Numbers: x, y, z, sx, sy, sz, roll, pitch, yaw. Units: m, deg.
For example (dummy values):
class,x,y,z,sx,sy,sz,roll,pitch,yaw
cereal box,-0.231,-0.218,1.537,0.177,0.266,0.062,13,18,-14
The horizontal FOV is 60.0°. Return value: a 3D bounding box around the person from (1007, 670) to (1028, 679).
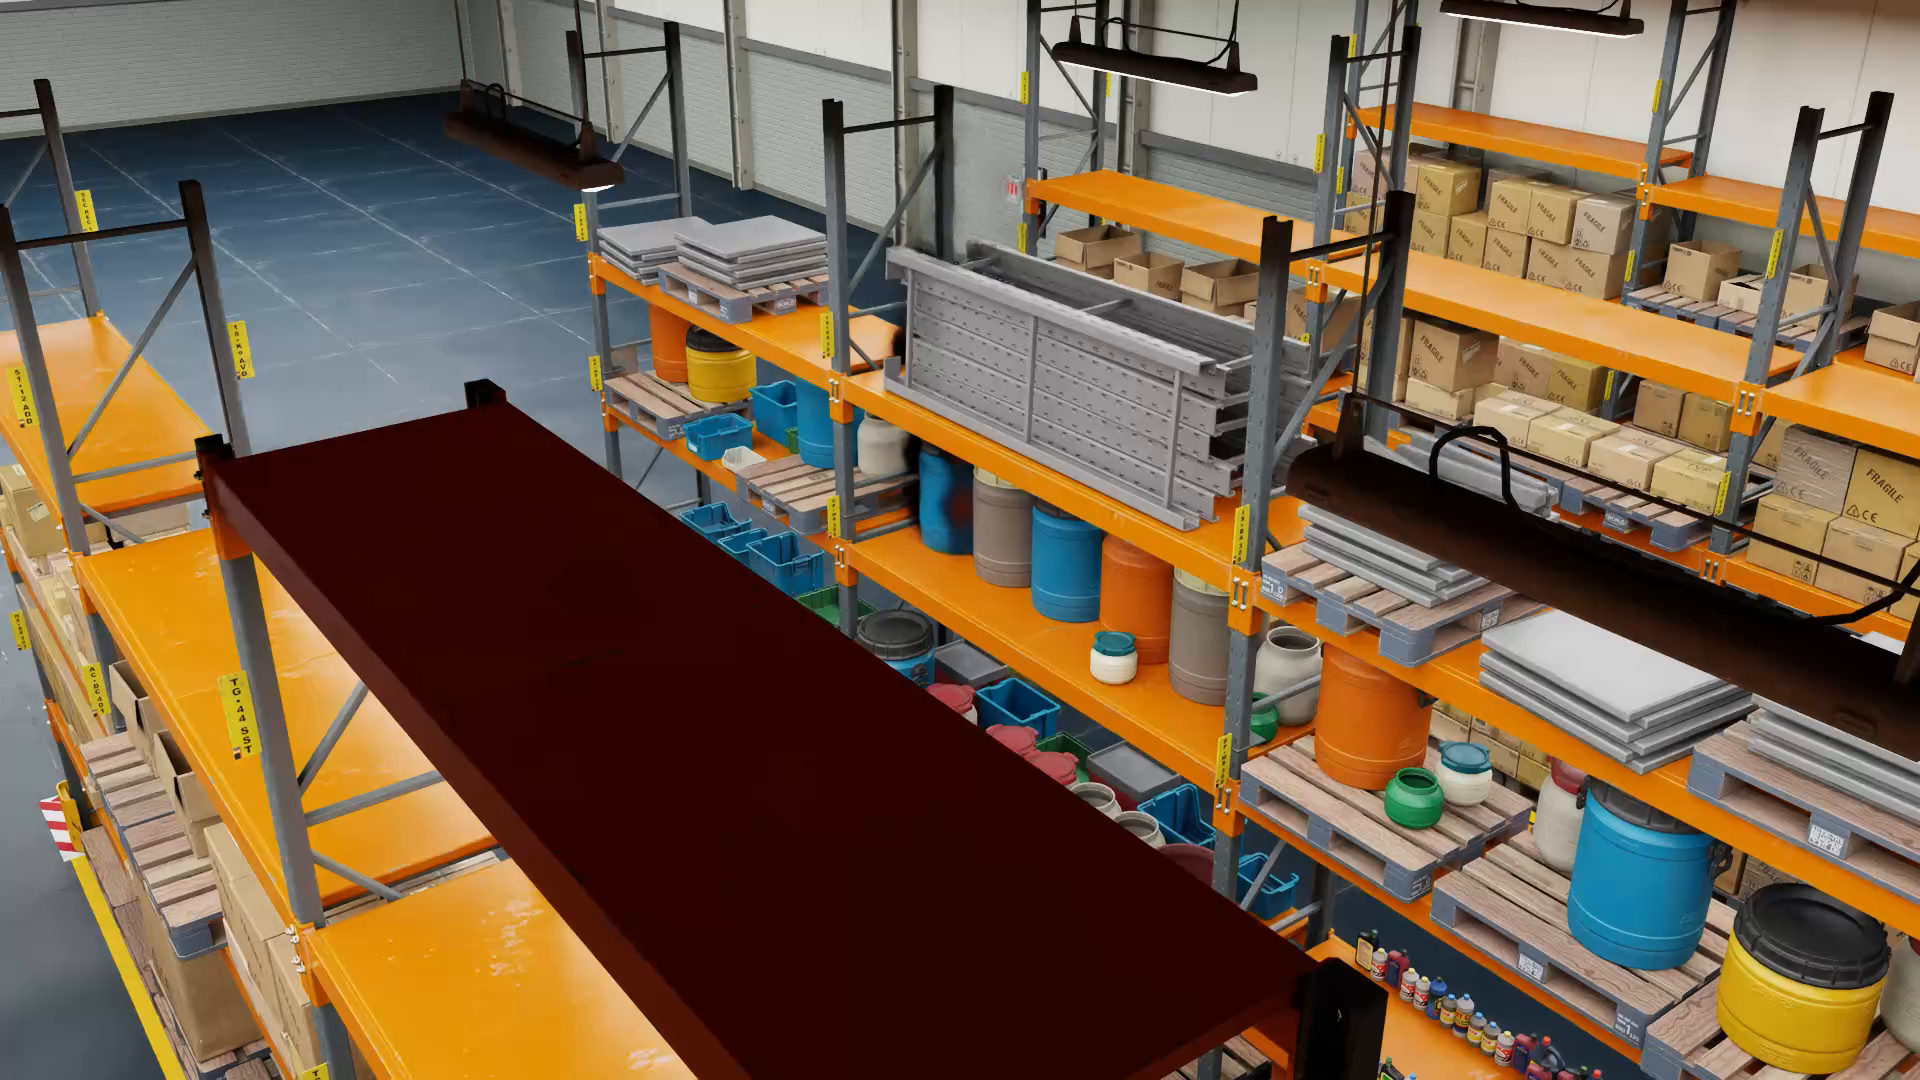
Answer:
class,x,y,z,sx,sy,sz,roll,pitch,yaw
person,0.365,0.456,15.166,0.620,1.869,0.740,-21,32,-37
